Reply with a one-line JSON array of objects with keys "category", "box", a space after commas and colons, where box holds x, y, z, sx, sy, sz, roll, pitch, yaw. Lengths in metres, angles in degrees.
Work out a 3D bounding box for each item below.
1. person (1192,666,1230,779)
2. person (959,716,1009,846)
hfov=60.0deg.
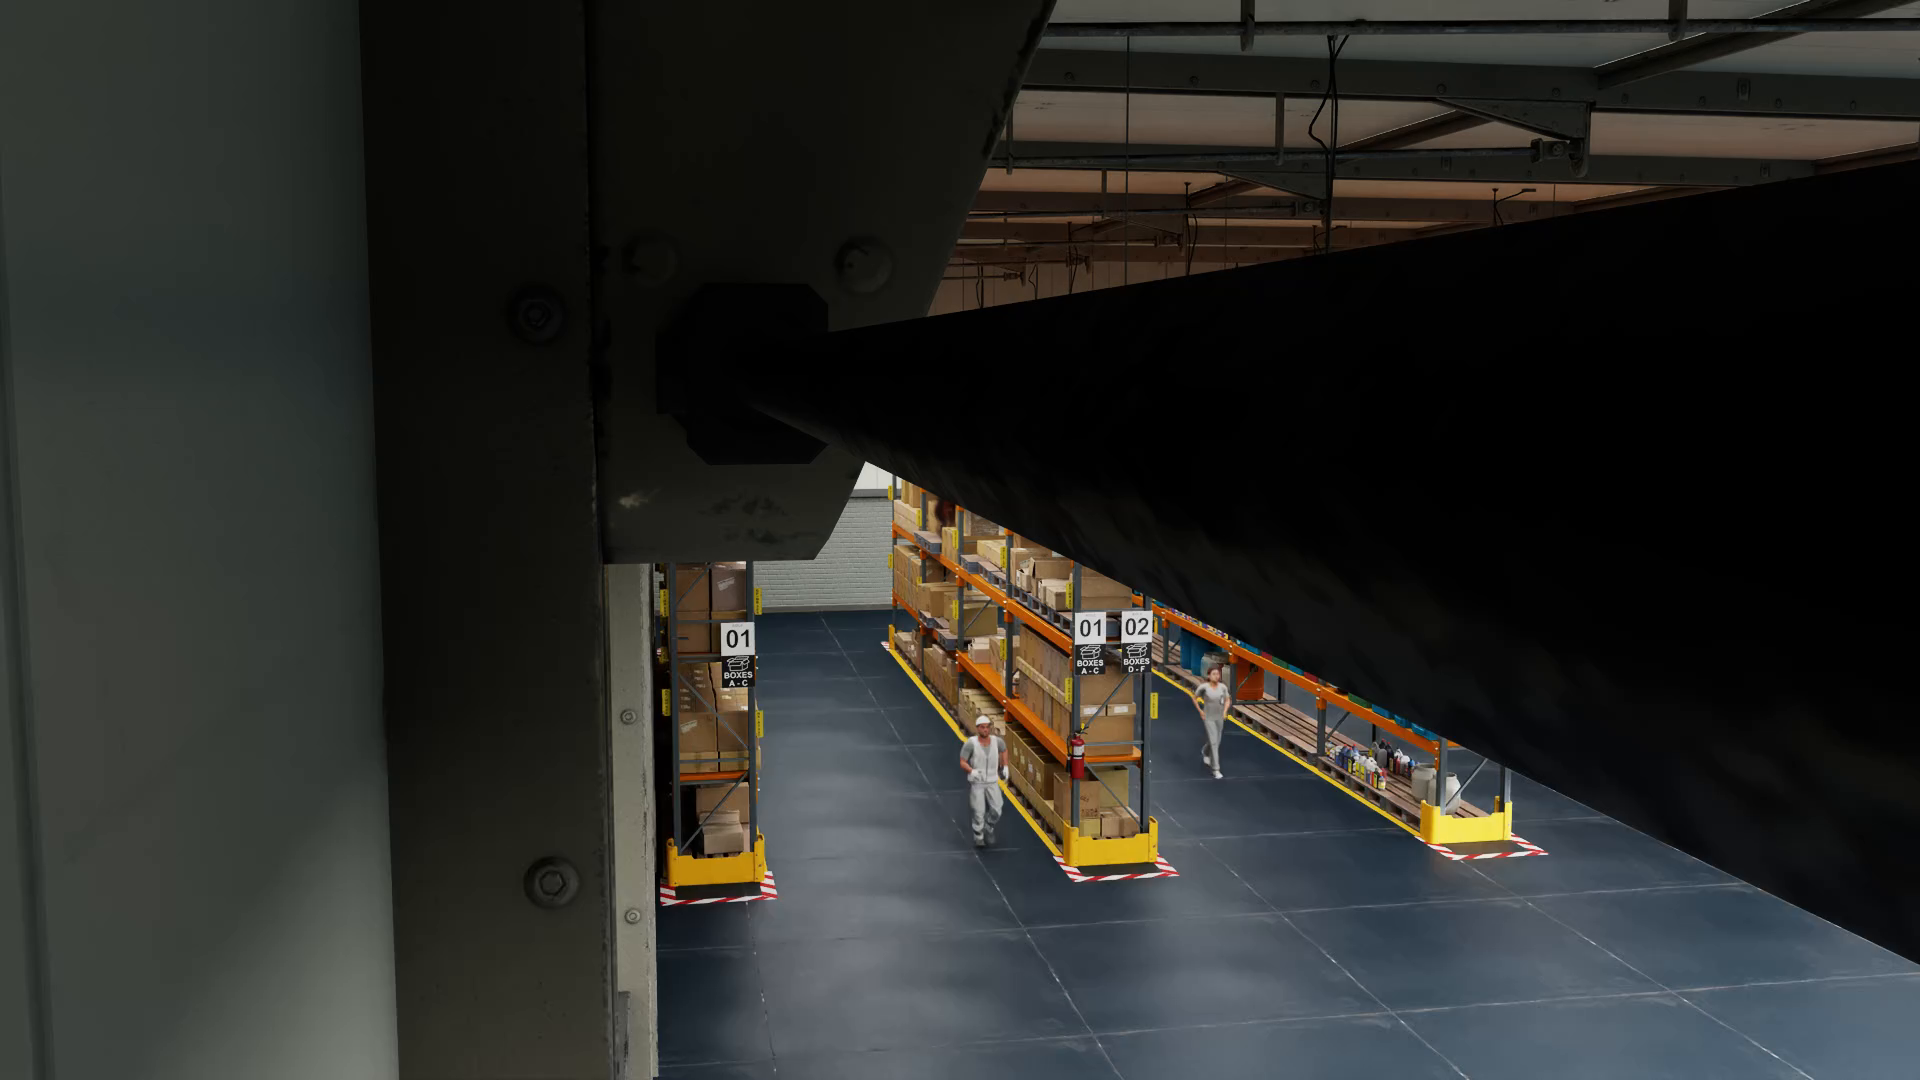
[{"category": "person", "box": [3.863, 2.757, 25.498, 0.574, 1.675, 0.866, -2, 6, -14]}, {"category": "person", "box": [0.335, 3.131, 21.437, 0.679, 1.743, 0.615, -2, 6, -14]}]
